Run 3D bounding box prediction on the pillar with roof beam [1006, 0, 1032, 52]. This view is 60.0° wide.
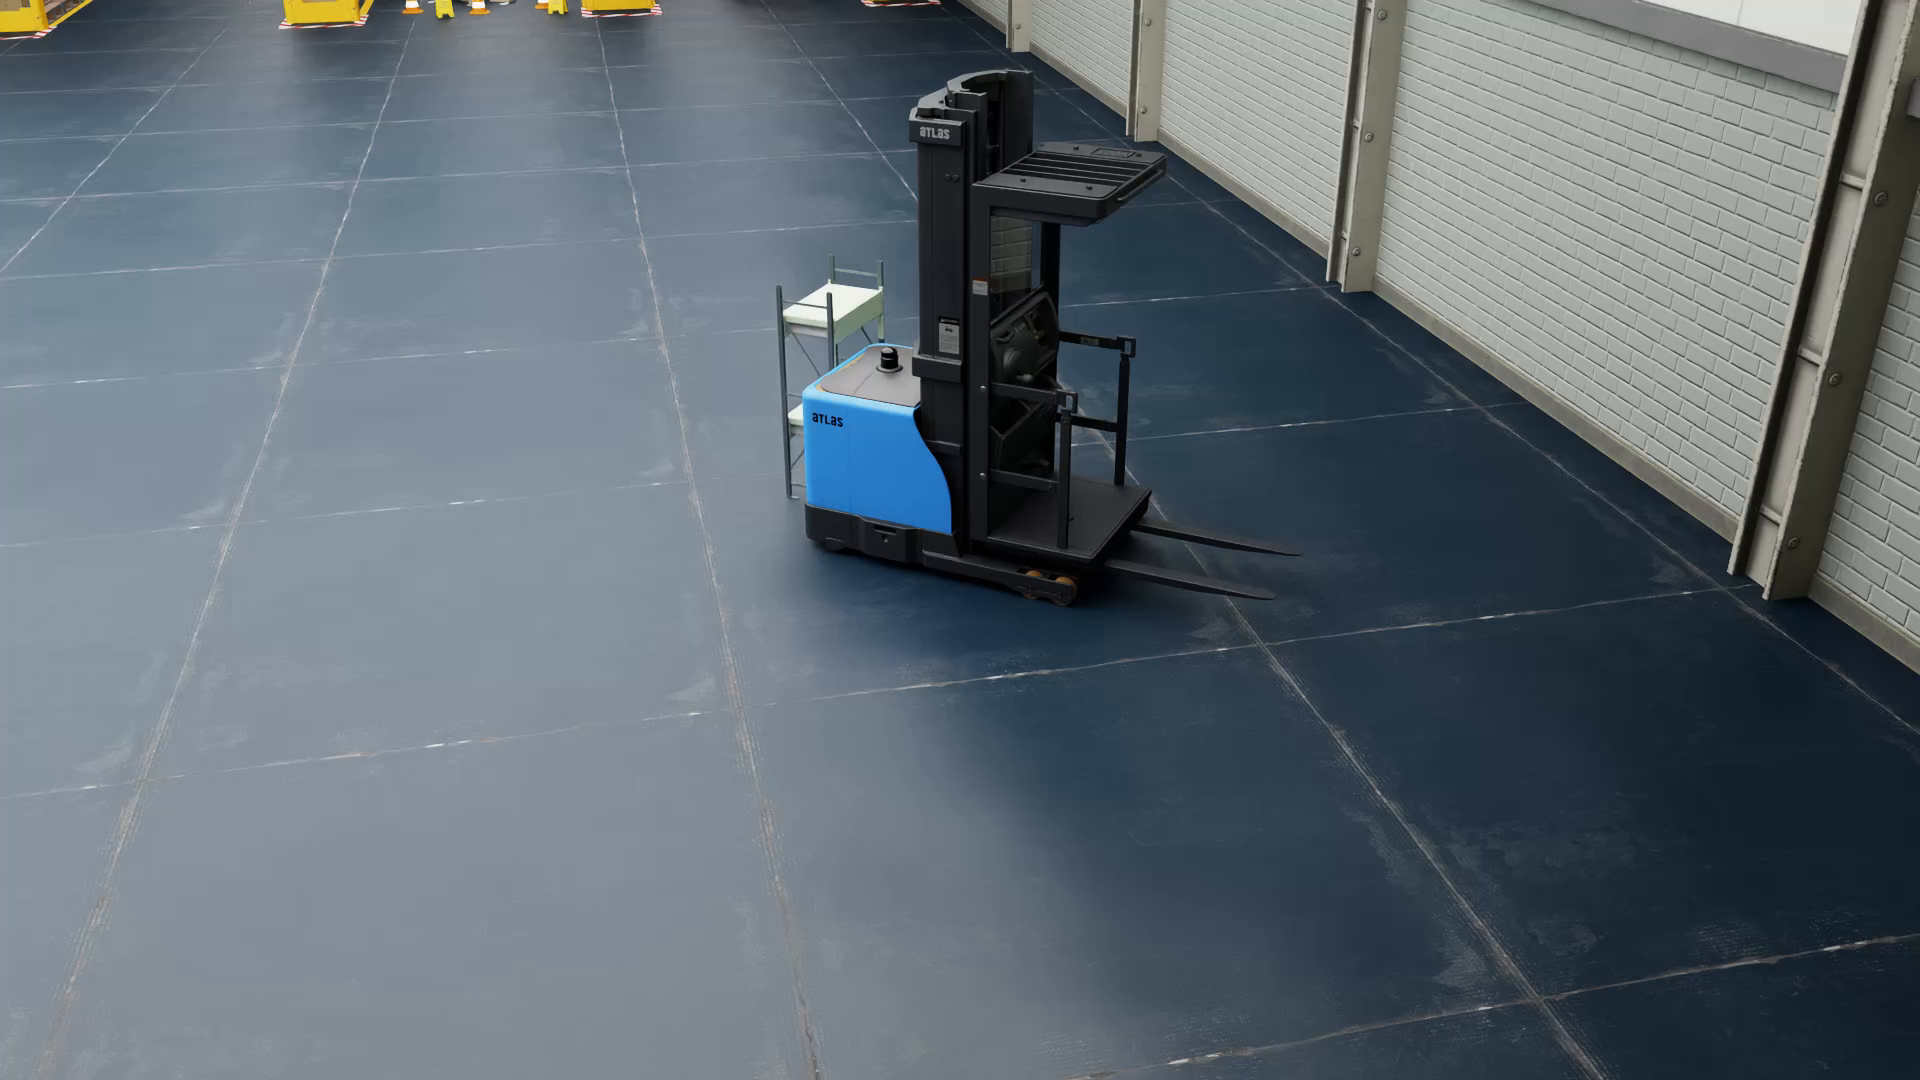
[{"bbox_3d":[-3.278,-11.218,22.989,9.100,9.000,0.400,-6,27,-12],"label":"pillar with roof beam"}]

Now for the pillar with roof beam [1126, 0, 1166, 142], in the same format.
[{"bbox_3d":[-1.925,-8.584,17.771,9.100,9.000,0.400,-6,27,-12],"label":"pillar with roof beam"}]

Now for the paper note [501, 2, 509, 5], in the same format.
[{"bbox_3d":[-8.144,-9.596,29.728,0.148,0.019,0.142,-16,31,-29],"label":"paper note"}]

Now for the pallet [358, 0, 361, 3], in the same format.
[{"bbox_3d":[-11.320,-9.794,29.920,1.003,0.211,1.213,-6,27,-12],"label":"pallet"}]

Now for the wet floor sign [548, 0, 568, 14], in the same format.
[{"bbox_3d":[-6.992,-9.465,28.787,0.267,0.644,0.232,3,27,6],"label":"wet floor sign"}]

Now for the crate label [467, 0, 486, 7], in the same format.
[{"bbox_3d":[-8.588,-9.565,29.549,0.250,0.136,0.298,-23,35,-38],"label":"crate label"}]

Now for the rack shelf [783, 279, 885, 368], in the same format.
[{"bbox_3d":[-0.849,-1.428,11.049,0.431,0.370,0.720,11,29,21],"label":"rack shelf"}]

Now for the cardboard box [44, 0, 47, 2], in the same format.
[{"bbox_3d":[-16.062,-9.585,28.720,0.500,0.500,0.500,-3,27,-7],"label":"cardboard box"}]

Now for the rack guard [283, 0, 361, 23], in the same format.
[{"bbox_3d":[-10.786,-9.035,28.096,1.175,0.500,0.348,-6,27,-12],"label":"rack guard"}]

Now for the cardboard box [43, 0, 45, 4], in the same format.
[{"bbox_3d":[-15.939,-9.309,28.172,0.500,0.500,0.500,1,27,2],"label":"cardboard box"}]

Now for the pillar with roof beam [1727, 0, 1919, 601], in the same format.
[{"bbox_3d":[0.779,-3.316,7.334,9.100,9.000,0.400,-6,27,-12],"label":"pillar with roof beam"}]

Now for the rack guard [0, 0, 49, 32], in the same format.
[{"bbox_3d":[-15.664,-8.620,27.273,1.175,0.500,0.348,-6,27,-12],"label":"rack guard"}]

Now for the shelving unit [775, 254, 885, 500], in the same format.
[{"bbox_3d":[-0.849,-1.080,11.225,0.431,1.500,0.755,11,29,21],"label":"shelving unit"}]

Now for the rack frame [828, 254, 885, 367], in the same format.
[{"bbox_3d":[-0.703,-1.231,11.524,0.400,1.500,0.023,11,29,21],"label":"rack frame"}]

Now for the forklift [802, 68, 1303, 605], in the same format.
[{"bbox_3d":[0.572,-1.190,9.854,3.031,2.935,1.130,12,29,22],"label":"forklift"}]

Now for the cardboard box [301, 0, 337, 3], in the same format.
[{"bbox_3d":[-11.009,-9.691,28.514,0.875,0.875,0.875,-6,27,-11],"label":"cardboard box"}]

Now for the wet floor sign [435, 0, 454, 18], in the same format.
[{"bbox_3d":[-8.856,-9.299,28.457,0.267,0.644,0.232,-11,29,-20],"label":"wet floor sign"}]

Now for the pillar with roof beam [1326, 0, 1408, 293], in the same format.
[{"bbox_3d":[-0.573,-5.950,12.552,9.100,9.000,0.400,-6,27,-12],"label":"pillar with roof beam"}]

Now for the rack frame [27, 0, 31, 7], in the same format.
[{"bbox_3d":[-15.647,-9.702,26.643,1.000,3.000,0.127,-6,27,-12],"label":"rack frame"}]

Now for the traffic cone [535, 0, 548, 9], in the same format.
[{"bbox_3d":[-7.346,-9.634,29.323,0.336,0.463,0.334,-6,27,-12],"label":"traffic cone"}]

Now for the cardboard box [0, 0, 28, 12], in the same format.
[{"bbox_3d":[-15.771,-9.050,27.659,0.500,0.500,0.500,-1,27,-2],"label":"cardboard box"}]

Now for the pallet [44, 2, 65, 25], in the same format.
[{"bbox_3d":[-15.813,-8.851,28.052,1.003,0.211,1.213,-6,27,-12],"label":"pallet"}]

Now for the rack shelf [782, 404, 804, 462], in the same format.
[{"bbox_3d":[-0.849,-0.789,11.372,0.431,0.370,0.720,11,29,21],"label":"rack shelf"}]

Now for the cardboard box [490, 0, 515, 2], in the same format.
[{"bbox_3d":[-8.255,-9.806,30.013,0.380,0.149,0.250,8,28,15],"label":"cardboard box"}]

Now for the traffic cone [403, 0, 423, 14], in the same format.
[{"bbox_3d":[-9.528,-9.406,28.873,0.336,0.463,0.334,-6,27,-12],"label":"traffic cone"}]

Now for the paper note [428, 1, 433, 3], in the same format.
[{"bbox_3d":[-9.482,-9.678,29.892,0.144,0.017,0.142,3,27,6],"label":"paper note"}]

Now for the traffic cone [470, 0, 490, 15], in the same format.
[{"bbox_3d":[-8.350,-9.372,28.804,0.336,0.463,0.334,-6,27,-12],"label":"traffic cone"}]

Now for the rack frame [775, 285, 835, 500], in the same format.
[{"bbox_3d":[-0.995,-0.929,10.925,0.400,1.500,0.023,11,29,21],"label":"rack frame"}]

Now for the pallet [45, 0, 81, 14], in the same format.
[{"bbox_3d":[-16.084,-9.385,29.111,1.003,0.211,1.213,-6,27,-12],"label":"pallet"}]

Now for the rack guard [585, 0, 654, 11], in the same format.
[{"bbox_3d":[-6.009,-9.626,29.267,1.175,0.500,0.348,-6,27,-12],"label":"rack guard"}]

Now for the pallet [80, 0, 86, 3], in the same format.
[{"bbox_3d":[-16.363,-9.922,30.174,1.003,0.211,1.213,-6,27,-12],"label":"pallet"}]

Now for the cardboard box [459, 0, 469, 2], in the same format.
[{"bbox_3d":[-8.854,-10.108,30.218,0.637,0.503,0.797,19,32,32],"label":"cardboard box"}]
